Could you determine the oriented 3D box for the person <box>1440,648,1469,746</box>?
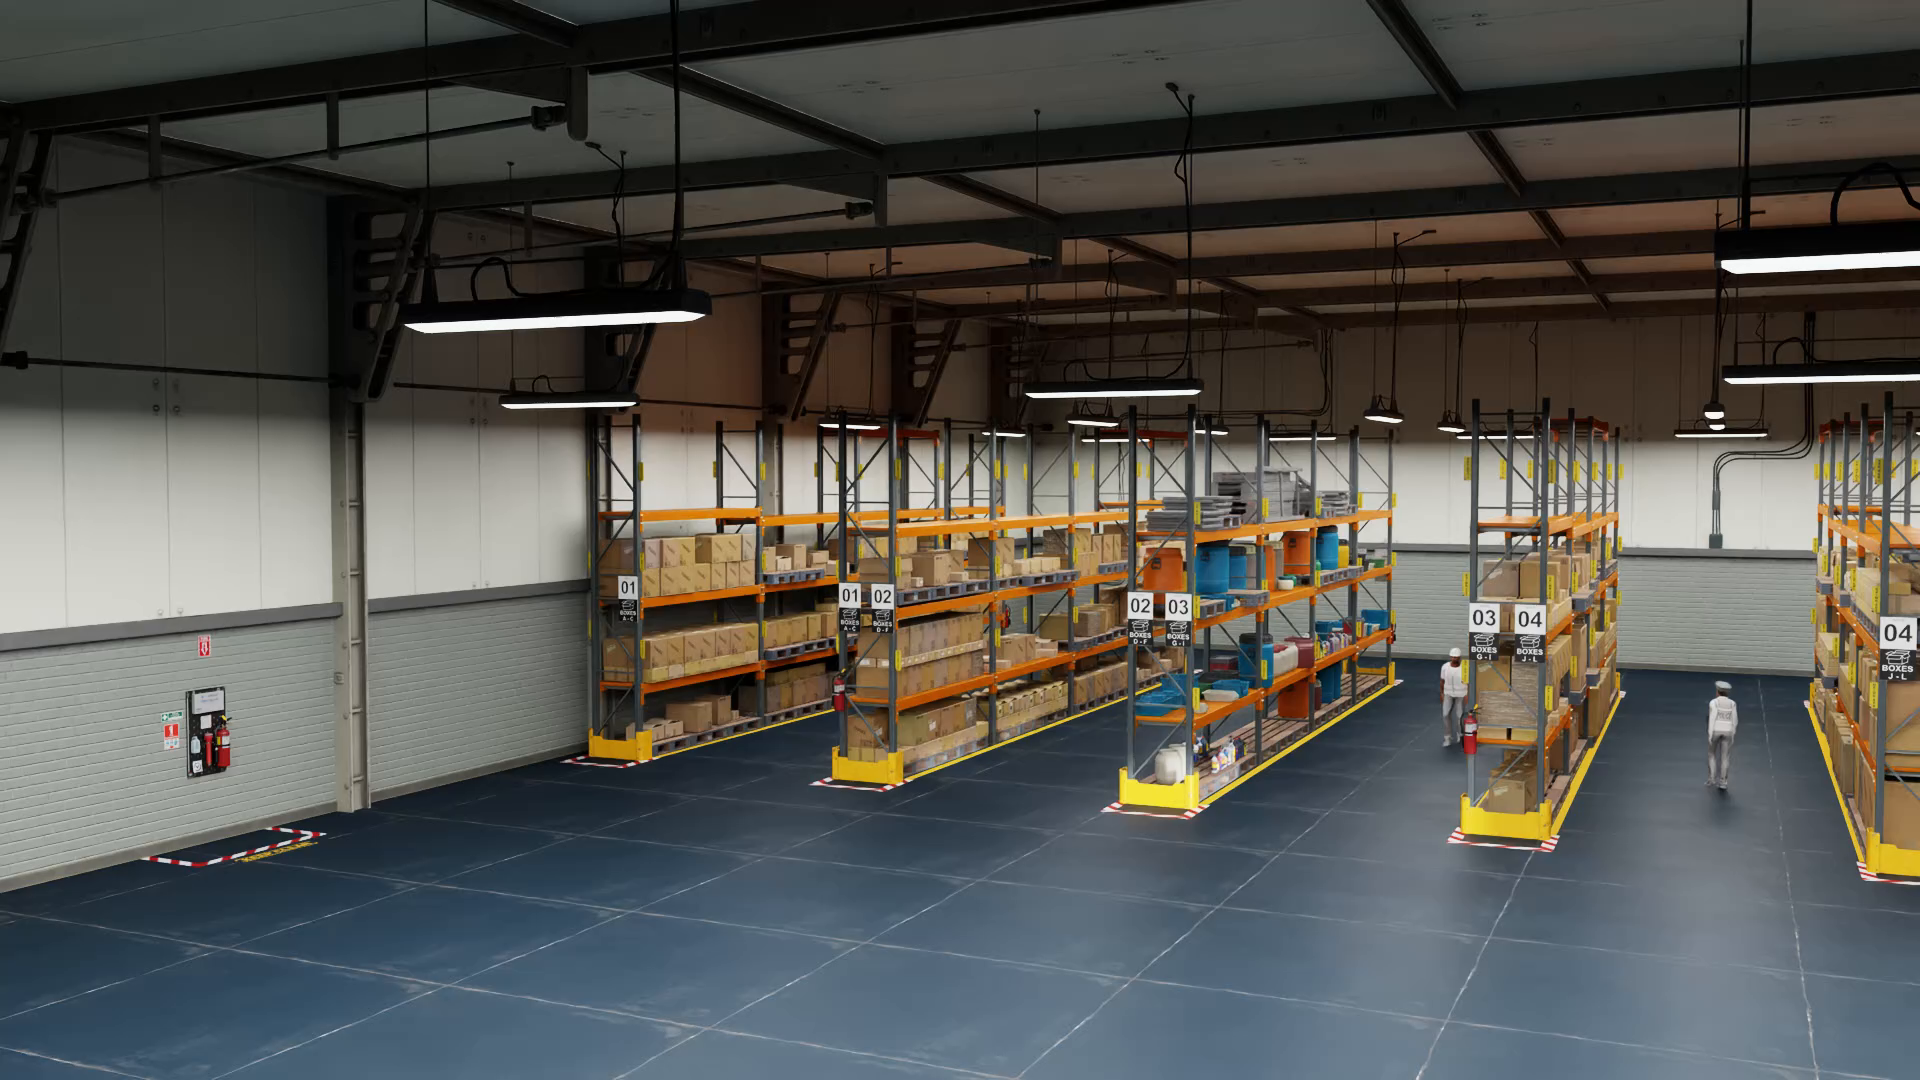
[{"bbox_3d":[9.073,2.878,30.479,0.621,1.803,0.581,1,3,32],"label":"person"}]

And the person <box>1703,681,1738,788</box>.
[{"bbox_3d":[12.055,3.106,26.293,0.474,1.726,0.591,1,2,15],"label":"person"}]

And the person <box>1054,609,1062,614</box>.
[{"bbox_3d":[2.524,2.504,41.130,0.627,1.621,0.744,2,3,34],"label":"person"}]
